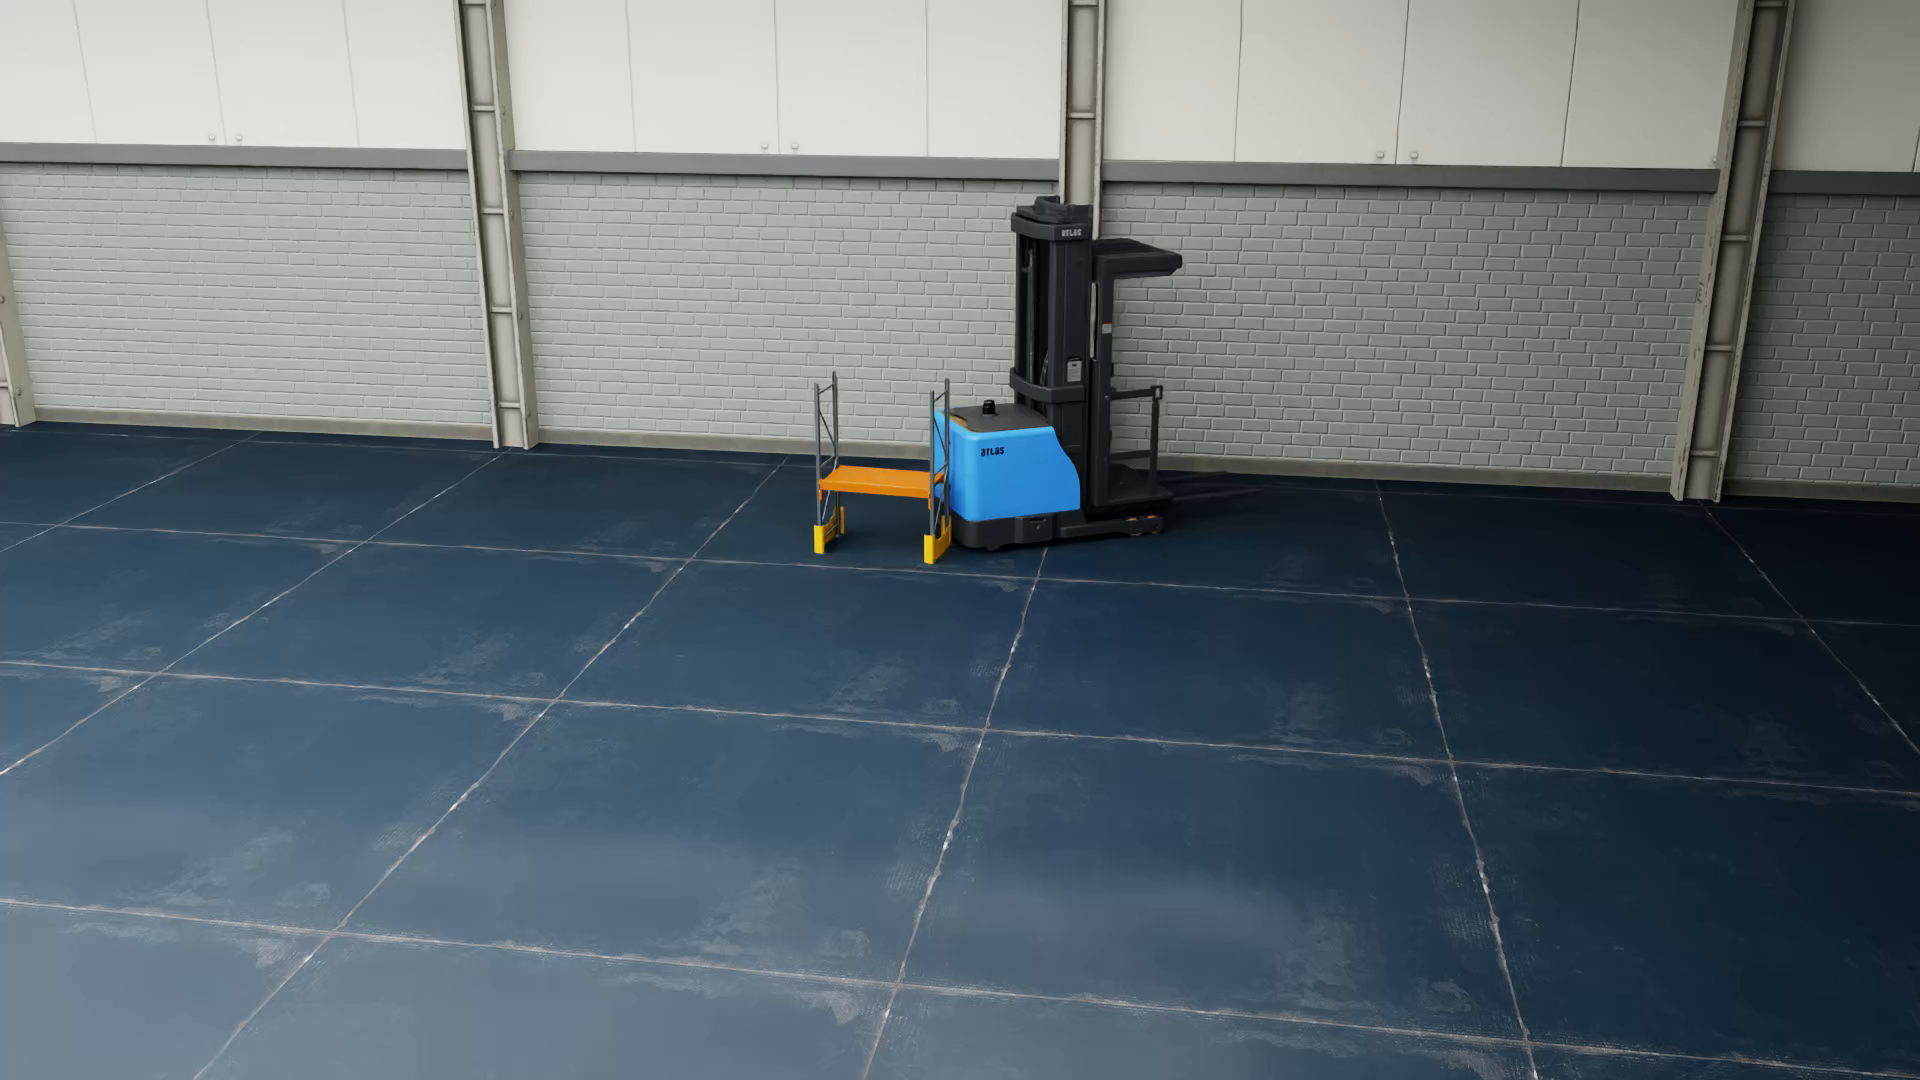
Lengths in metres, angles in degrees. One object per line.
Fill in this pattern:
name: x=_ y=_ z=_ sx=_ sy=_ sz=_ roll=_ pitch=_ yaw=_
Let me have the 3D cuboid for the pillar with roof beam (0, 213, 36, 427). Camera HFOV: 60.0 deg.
pillar with roof beam: x=-11.365 y=-4.243 z=13.302 sx=0.400 sy=9.000 sz=9.100 roll=3 pitch=19 yaw=9

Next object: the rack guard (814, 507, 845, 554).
rack guard: x=-1.150 y=-0.090 z=14.677 sx=0.087 sy=0.250 sz=0.587 roll=5 pitch=19 yaw=15

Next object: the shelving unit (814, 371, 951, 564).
shelving unit: x=-0.670 y=-0.640 z=14.352 sx=1.083 sy=1.500 sz=0.587 roll=5 pitch=19 yaw=15

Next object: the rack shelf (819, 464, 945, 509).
rack shelf: x=-0.662 y=-0.469 z=14.407 sx=1.000 sy=0.185 sz=0.538 roll=5 pitch=19 yaw=15

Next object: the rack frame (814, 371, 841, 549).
rack frame: x=-1.152 y=-0.682 z=14.479 sx=0.032 sy=1.500 sz=0.500 roll=5 pitch=19 yaw=15

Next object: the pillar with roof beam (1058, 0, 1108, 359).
pillar with roof beam: x=0.483 y=-3.639 z=11.497 sx=0.400 sy=9.000 sz=9.100 roll=3 pitch=19 yaw=9

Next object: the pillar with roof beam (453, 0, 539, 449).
pillar with roof beam: x=-5.441 y=-3.941 z=12.399 sx=0.400 sy=9.000 sz=9.100 roll=3 pitch=19 yaw=9

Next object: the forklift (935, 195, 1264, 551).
forklift: x=1.298 y=-1.569 z=14.873 sx=3.031 sy=2.935 sz=1.130 roll=-7 pitch=20 yaw=-20

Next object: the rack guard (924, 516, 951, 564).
rack guard: x=-0.191 y=-0.005 z=14.424 sx=0.087 sy=0.250 sz=0.587 roll=5 pitch=19 yaw=15

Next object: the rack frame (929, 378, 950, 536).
rack frame: x=-0.172 y=-0.596 z=14.221 sx=0.032 sy=1.500 sz=0.500 roll=5 pitch=19 yaw=15

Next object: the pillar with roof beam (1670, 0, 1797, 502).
pillar with roof beam: x=6.407 y=-3.337 z=10.594 sx=0.400 sy=9.000 sz=9.100 roll=3 pitch=19 yaw=9
